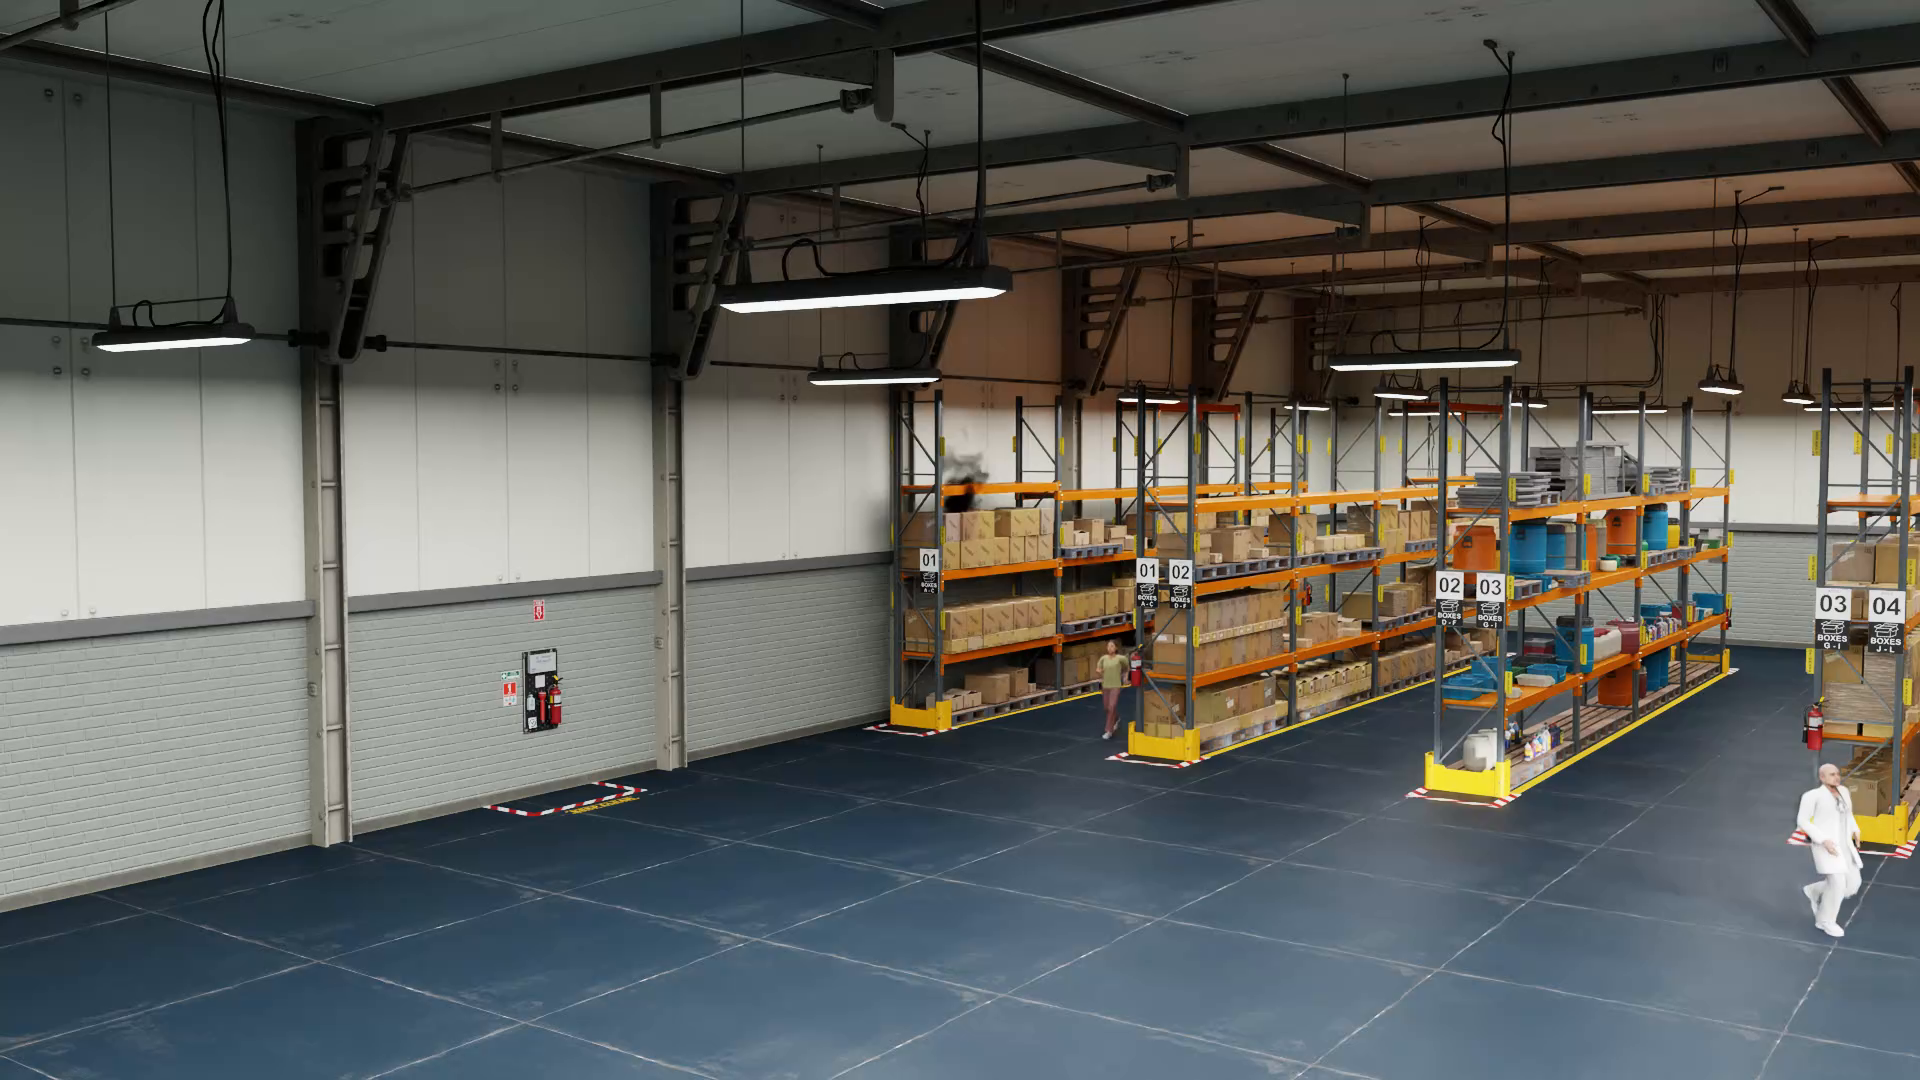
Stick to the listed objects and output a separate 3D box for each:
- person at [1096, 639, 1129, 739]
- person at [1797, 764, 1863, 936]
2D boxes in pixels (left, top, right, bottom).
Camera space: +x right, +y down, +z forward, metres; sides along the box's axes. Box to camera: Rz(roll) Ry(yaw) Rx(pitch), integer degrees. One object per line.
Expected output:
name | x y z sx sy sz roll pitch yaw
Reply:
person | 2.611 2.536 28.591 0.574 1.647 0.970 2 4 27
person | 8.970 3.173 17.166 0.711 1.744 0.600 -1 3 -18
